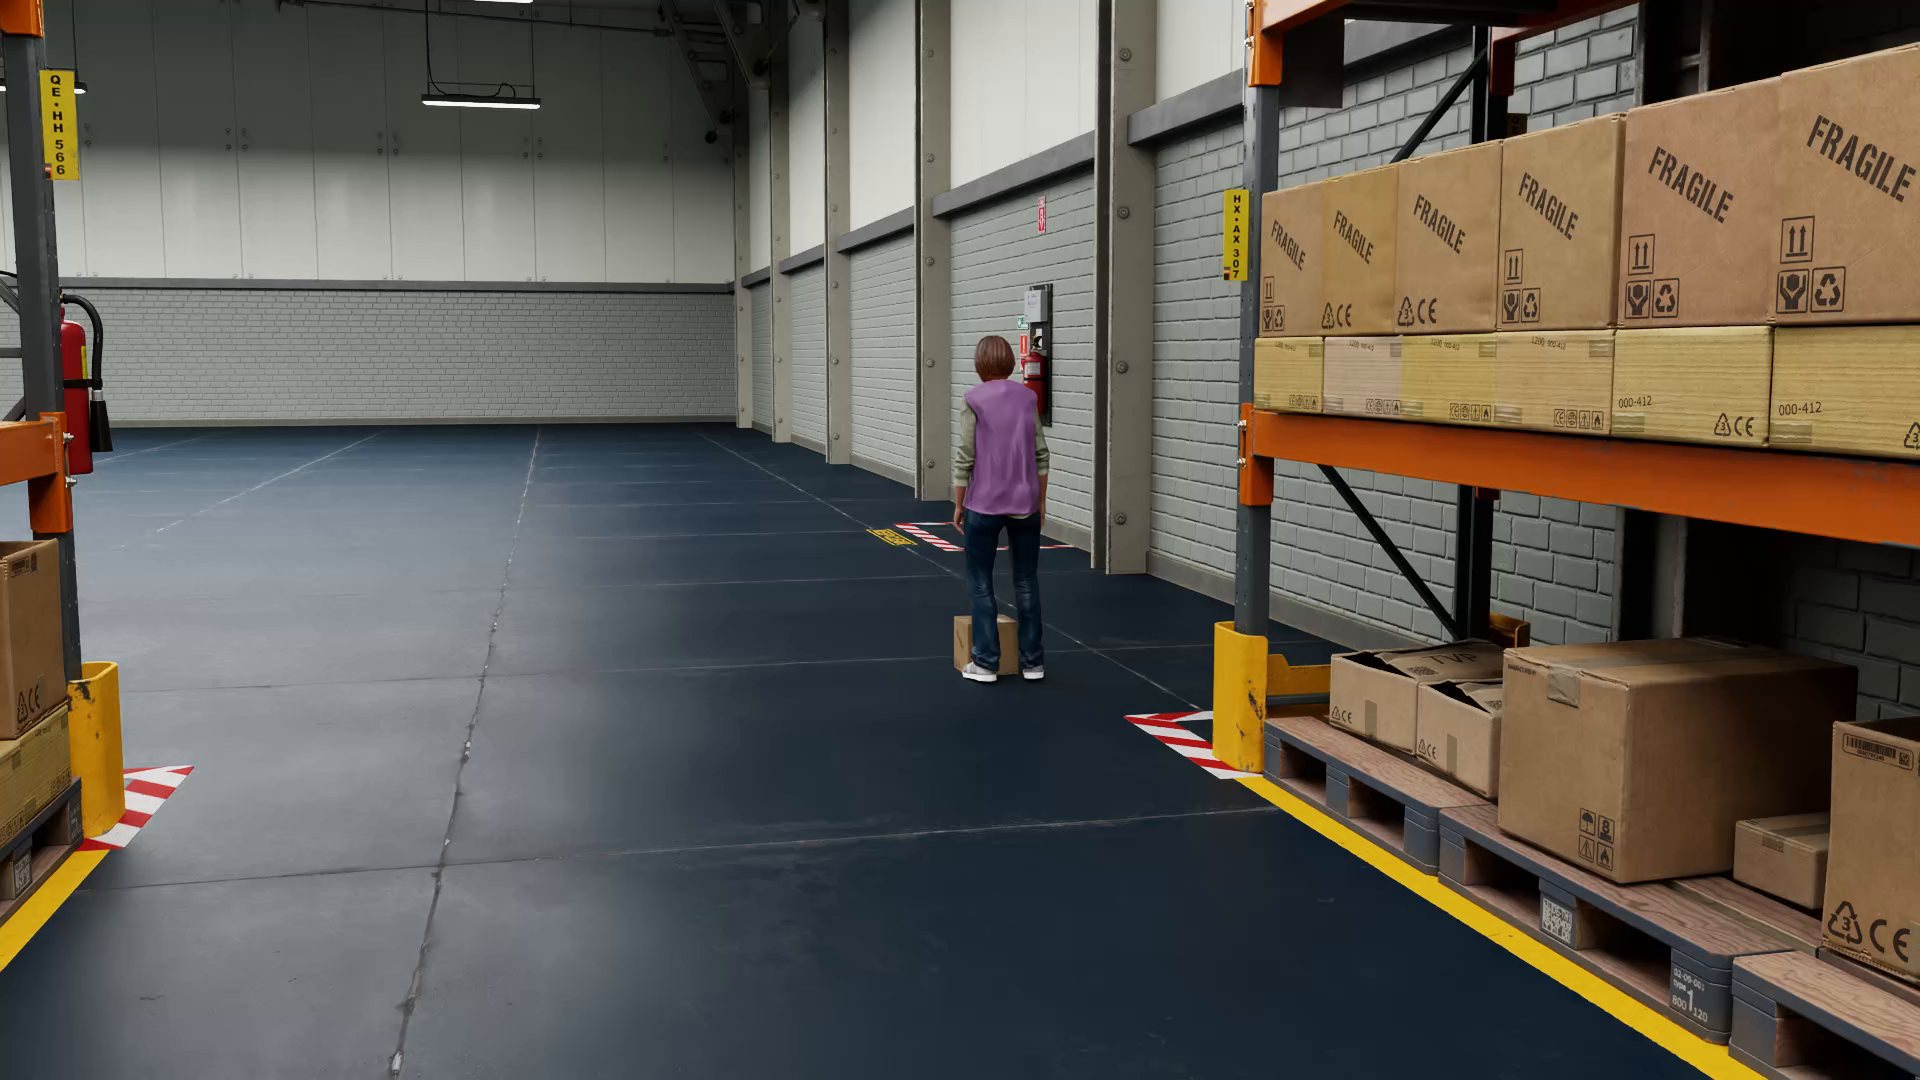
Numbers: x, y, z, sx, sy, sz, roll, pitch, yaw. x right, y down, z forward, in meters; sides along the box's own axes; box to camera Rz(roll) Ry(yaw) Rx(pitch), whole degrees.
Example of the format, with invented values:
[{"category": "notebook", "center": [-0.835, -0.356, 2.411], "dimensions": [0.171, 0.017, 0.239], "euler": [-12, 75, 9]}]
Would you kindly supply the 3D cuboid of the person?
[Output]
[{"category": "person", "center": [0.191, -0.139, 7.644], "dimensions": [0.472, 1.590, 0.347], "euler": [-2, 7, -16]}]
